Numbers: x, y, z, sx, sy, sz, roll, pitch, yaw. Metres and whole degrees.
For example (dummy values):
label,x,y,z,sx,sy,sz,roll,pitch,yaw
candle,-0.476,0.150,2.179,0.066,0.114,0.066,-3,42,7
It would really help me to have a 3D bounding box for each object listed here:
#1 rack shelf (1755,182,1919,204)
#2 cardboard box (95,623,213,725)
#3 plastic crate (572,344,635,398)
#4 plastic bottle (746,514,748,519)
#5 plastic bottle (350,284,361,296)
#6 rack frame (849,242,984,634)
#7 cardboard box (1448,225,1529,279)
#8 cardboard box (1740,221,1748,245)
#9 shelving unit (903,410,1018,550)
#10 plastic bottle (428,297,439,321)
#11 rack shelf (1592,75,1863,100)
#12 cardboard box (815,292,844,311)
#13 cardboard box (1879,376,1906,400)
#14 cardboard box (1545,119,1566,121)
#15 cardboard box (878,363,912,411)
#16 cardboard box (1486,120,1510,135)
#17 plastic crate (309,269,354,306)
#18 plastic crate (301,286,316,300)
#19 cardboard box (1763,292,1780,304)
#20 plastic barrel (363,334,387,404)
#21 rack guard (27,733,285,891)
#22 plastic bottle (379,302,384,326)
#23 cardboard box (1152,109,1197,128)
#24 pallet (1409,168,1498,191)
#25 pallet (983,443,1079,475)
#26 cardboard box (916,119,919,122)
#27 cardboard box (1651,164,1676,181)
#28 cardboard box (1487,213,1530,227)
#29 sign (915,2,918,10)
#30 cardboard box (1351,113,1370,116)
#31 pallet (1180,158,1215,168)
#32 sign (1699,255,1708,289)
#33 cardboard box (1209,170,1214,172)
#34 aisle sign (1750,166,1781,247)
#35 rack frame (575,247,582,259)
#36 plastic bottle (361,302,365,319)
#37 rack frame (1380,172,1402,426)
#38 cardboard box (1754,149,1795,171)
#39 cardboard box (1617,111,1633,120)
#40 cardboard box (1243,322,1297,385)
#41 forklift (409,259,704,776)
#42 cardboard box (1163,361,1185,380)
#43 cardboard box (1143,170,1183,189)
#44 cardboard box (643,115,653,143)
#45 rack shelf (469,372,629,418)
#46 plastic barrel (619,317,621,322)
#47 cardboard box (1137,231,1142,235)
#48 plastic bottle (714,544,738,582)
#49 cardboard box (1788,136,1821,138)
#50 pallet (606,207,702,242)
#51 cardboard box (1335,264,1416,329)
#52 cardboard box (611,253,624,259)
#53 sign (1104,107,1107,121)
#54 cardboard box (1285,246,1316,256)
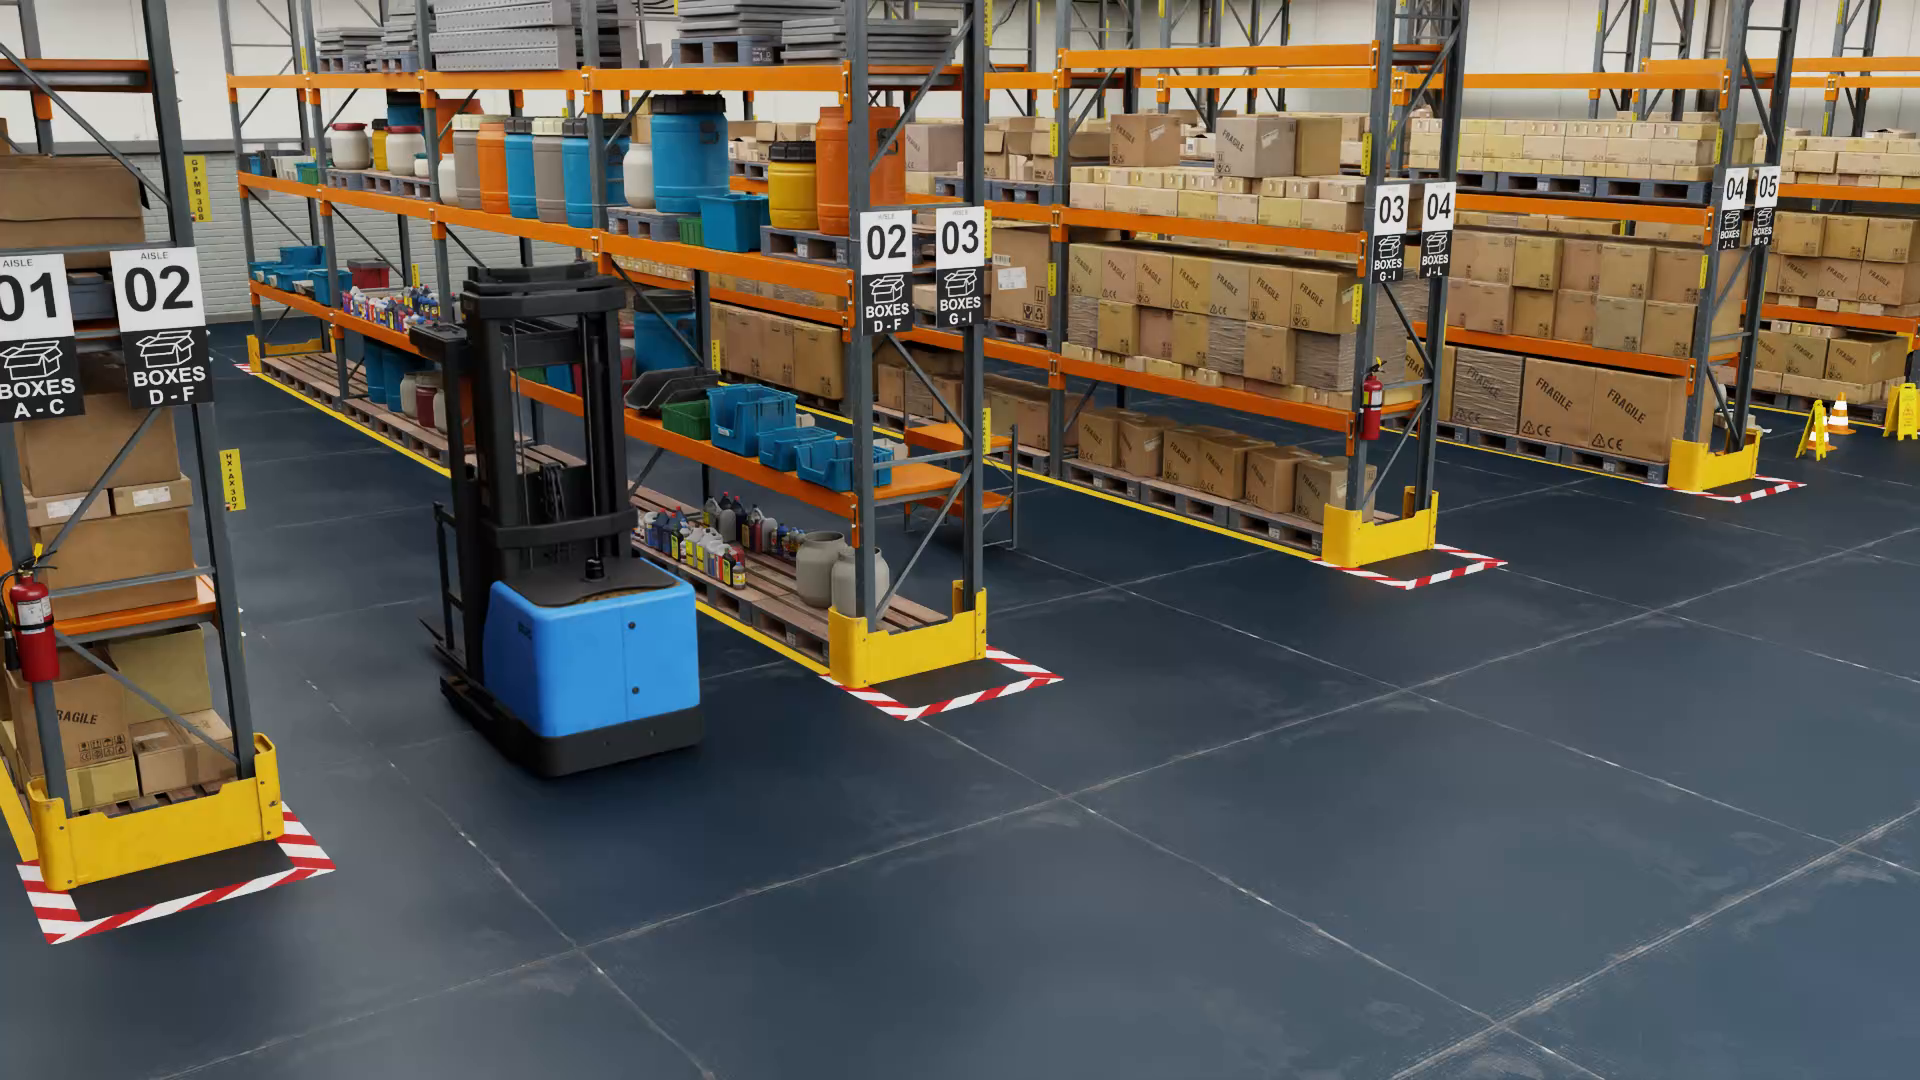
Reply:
label,x,y,z,sx,sy,sz,roll,pitch,yaw
rack shelf,10.570,-4.376,21.065,1.077,0.370,4.000,-11,19,-35
cardboard box,-4.717,0.732,9.712,0.500,0.500,0.500,-11,19,-35
plastic crate,-3.161,-1.483,14.693,0.402,0.464,0.583,-11,19,-35
plastic bottle,-1.775,-0.137,14.205,0.061,0.283,0.133,-9,18,-31
plastic bottle,-7.364,-2.947,20.255,0.144,0.351,0.185,-11,19,-35
rack frame,-0.277,-0.543,11.376,1.000,3.000,0.127,-11,19,-35
cardboard box,6.056,-3.323,19.207,0.875,0.550,0.550,-11,19,-35
cardboard box,10.033,-4.026,21.457,0.700,0.500,0.500,-11,19,-36
shelving unit,-0.004,-0.544,14.933,0.538,1.125,1.048,-11,19,-35
plastic bottle,-6.202,-2.722,19.582,0.097,0.271,0.097,0,15,0
rack shelf,12.231,-7.256,26.660,1.077,0.370,4.000,-11,19,-35
cardboard box,-1.465,-3.135,20.658,0.500,0.500,0.500,-10,18,-33
cardboard box,11.495,-1.941,20.899,0.500,0.250,0.500,-11,19,-35
cardboard box,6.664,-4.577,18.414,0.380,0.149,0.250,-11,19,-35
cardboard box,-0.564,-1.886,20.187,0.700,0.500,0.500,-12,19,-37
cardboard box,5.989,-4.527,18.232,0.380,0.149,0.250,-11,19,-34
plastic crate,-7.883,-3.173,20.904,0.392,0.384,0.575,-11,19,-35
plastic crate,-8.208,-3.199,21.488,0.437,0.125,0.590,-11,19,-35
cardboard box,10.470,-3.104,21.213,0.380,0.149,0.250,-11,19,-35
plastic barrel,-7.026,-2.177,20.526,0.600,0.901,0.708,-11,19,-35
rack guard,-4.271,1.436,8.881,1.175,0.500,0.348,-11,19,-35
plastic bottle,-6.642,-2.609,19.169,0.097,0.271,0.097,0,15,0
cardboard box,3.871,-7.442,29.723,0.797,0.503,0.637,-9,18,-30
pallet,5.922,-4.141,19.011,1.003,0.211,1.213,-11,19,-35
pallet,0.919,-0.987,18.281,1.003,0.211,1.213,-11,19,-35
cardboard box,-0.607,-6.777,27.056,0.380,0.149,0.250,-11,19,-35
cardboard box,7.184,-3.708,16.752,0.380,0.149,0.250,-11,19,-34
cardboard box,8.037,-4.490,24.249,0.500,0.500,0.500,-12,19,-37
sign,-0.541,-6.488,19.816,0.100,0.325,0.005,-11,19,-35
cardboard box,7.906,-8.120,32.152,0.500,0.250,0.500,-11,19,-35
pallet,3.519,-4.994,22.317,1.213,0.211,1.003,-10,18,-32
sign,7.354,-2.651,16.438,0.100,0.325,0.005,-11,19,-35
cardboard box,2.582,-3.427,15.762,0.380,0.149,0.250,-10,18,-32
aisle sign,8.085,-3.345,16.691,0.394,0.787,0.004,-11,19,-35
rack frame,-5.678,-4.728,26.668,1.000,3.000,0.127,-11,19,-35
plastic bottle,-7.050,-2.723,19.720,0.097,0.201,0.097,0,15,0
rack frame,5.449,-2.914,20.040,1.000,3.000,0.127,-11,19,-35
cardboard box,10.324,-4.760,20.824,0.500,0.250,0.500,-11,19,-34
cardboard box,11.284,-6.882,27.683,0.500,0.500,0.500,-11,19,-34
cardboard box,3.037,-1.713,14.899,0.875,0.500,0.500,-11,19,-35
forklift,-2.829,-0.356,10.826,1.130,2.935,3.031,-10,18,-33
cardboard box,2.154,-1.633,15.838,0.380,0.149,0.250,-11,19,-35
cardboard box,1.939,-3.391,15.632,0.380,0.149,0.250,-11,19,-36
cardboard box,-4.147,-5.893,24.068,0.700,0.500,0.500,-10,18,-32
rack shelf,-3.805,-1.477,16.152,1.077,0.370,4.000,-11,19,-35
plastic barrel,-3.445,-1.857,15.922,0.433,0.535,0.433,0,15,0
cardboard box,2.681,-4.375,23.932,0.380,0.149,0.250,-11,19,-35
plastic bottle,-1.837,0.177,13.074,0.152,0.276,0.135,-11,19,-34
cardboard box,10.746,-5.064,21.179,0.380,0.149,0.250,-11,19,-34
pallet,-2.125,-2.613,13.619,1.213,0.211,1.003,-11,19,-35
cardboard box,3.627,-2.145,14.584,0.500,0.500,0.500,-11,19,-35
cardboard box,-5.011,-4.437,25.325,0.500,0.250,0.500,-12,19,-36
sign,2.785,-8.183,32.083,0.100,0.325,0.005,-11,19,-35
cardboard box,4.552,-3.767,21.073,0.700,0.500,0.500,-11,19,-34
